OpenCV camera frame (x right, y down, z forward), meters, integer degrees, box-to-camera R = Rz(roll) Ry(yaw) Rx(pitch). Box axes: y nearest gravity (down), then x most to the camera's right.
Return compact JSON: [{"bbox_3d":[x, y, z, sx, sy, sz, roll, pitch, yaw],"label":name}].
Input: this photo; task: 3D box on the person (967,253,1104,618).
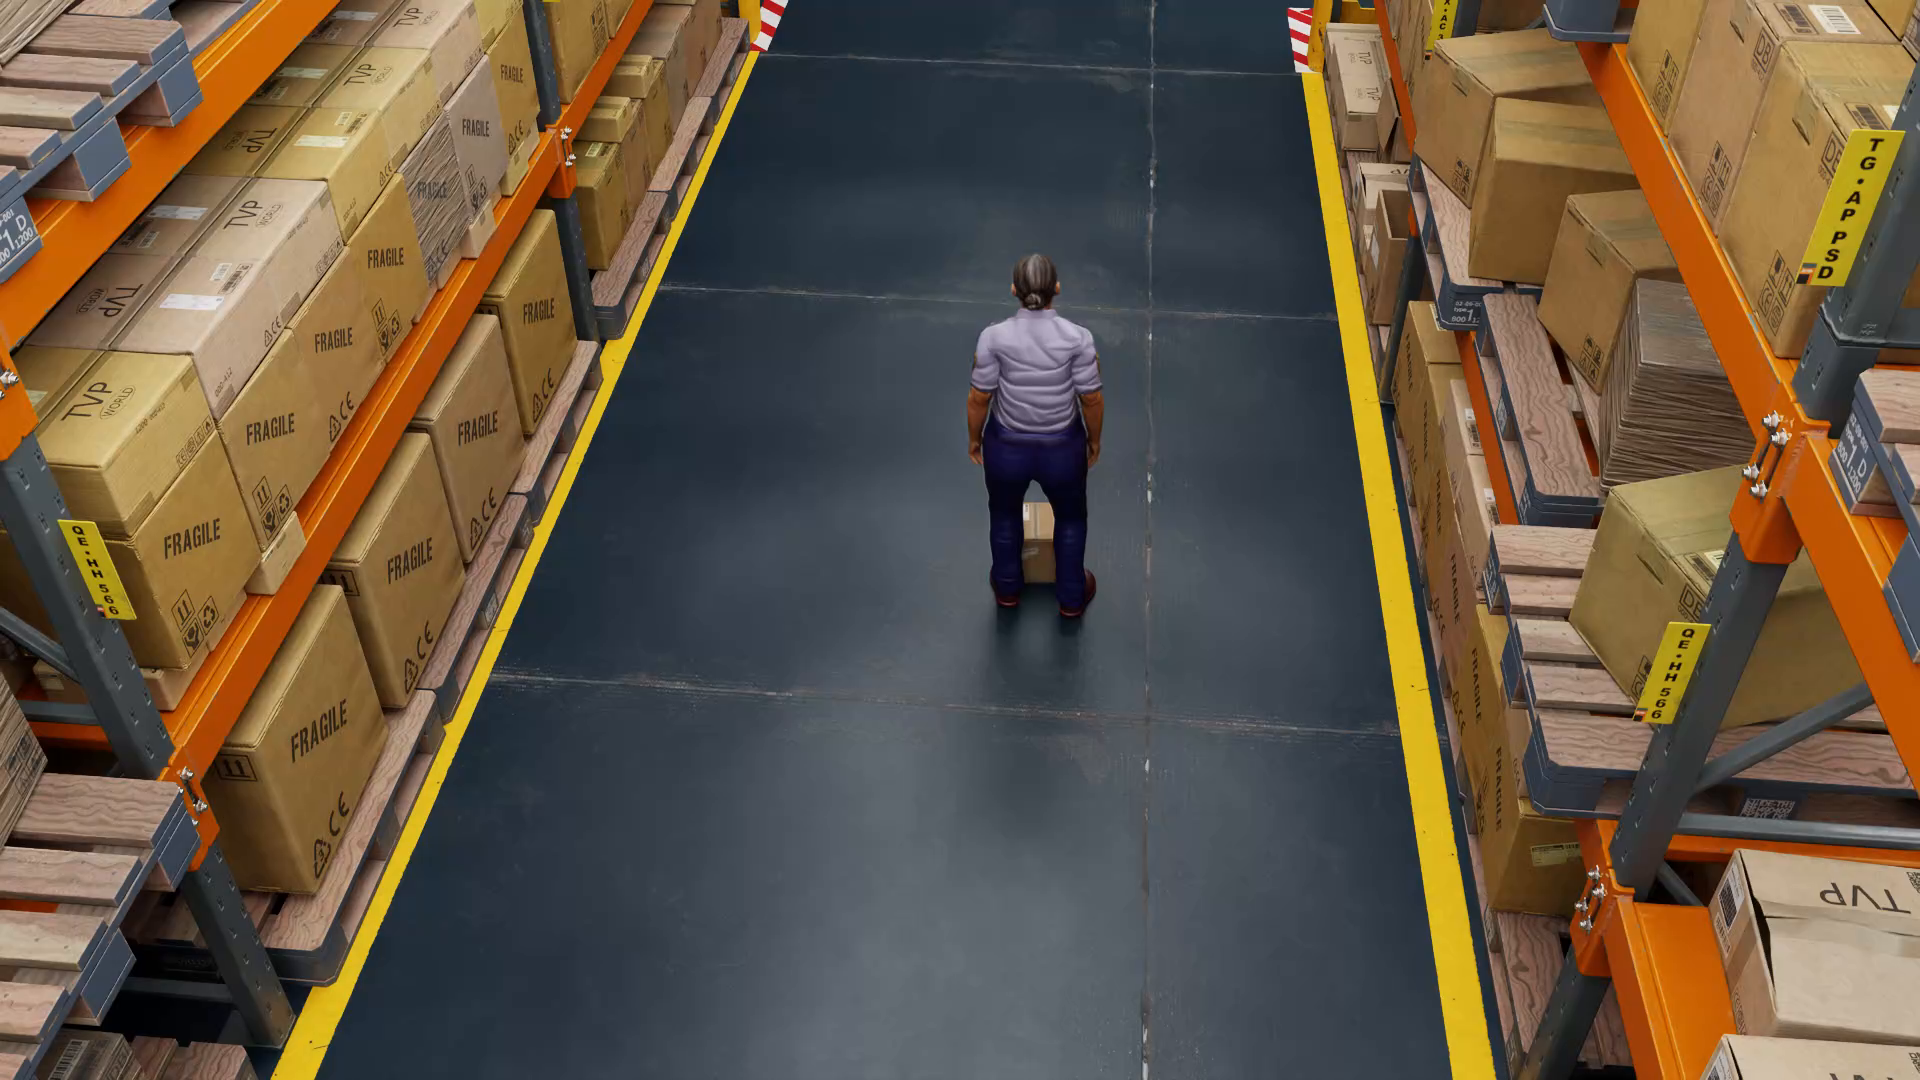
[{"bbox_3d":[0.308,-0.386,6.617,0.554,1.652,0.416,2,40,3],"label":"person"}]
